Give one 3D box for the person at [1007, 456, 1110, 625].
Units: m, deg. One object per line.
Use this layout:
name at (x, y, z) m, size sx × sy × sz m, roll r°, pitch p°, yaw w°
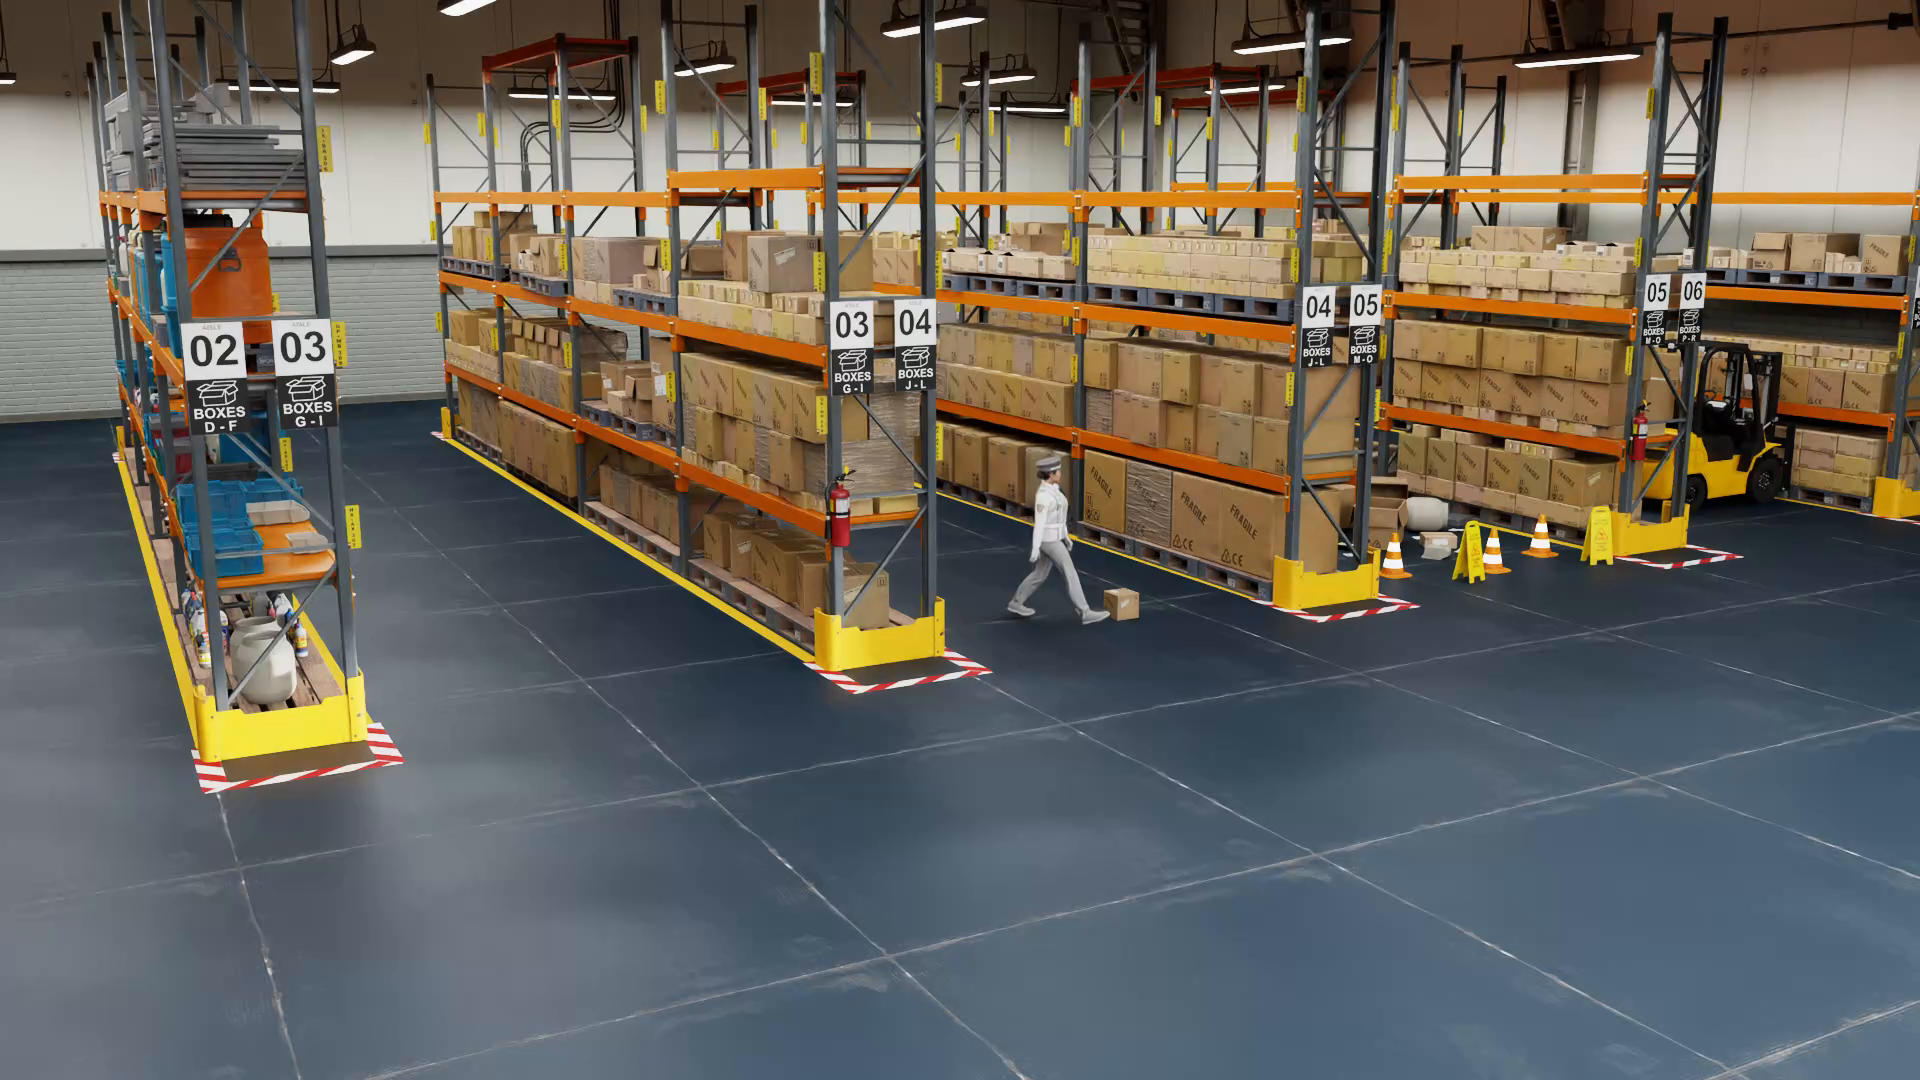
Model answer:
person at (0.954, -0.012, 16.029) m, size 1.028 × 1.609 × 0.510 m, roll 2°, pitch 12°, yaw 9°
